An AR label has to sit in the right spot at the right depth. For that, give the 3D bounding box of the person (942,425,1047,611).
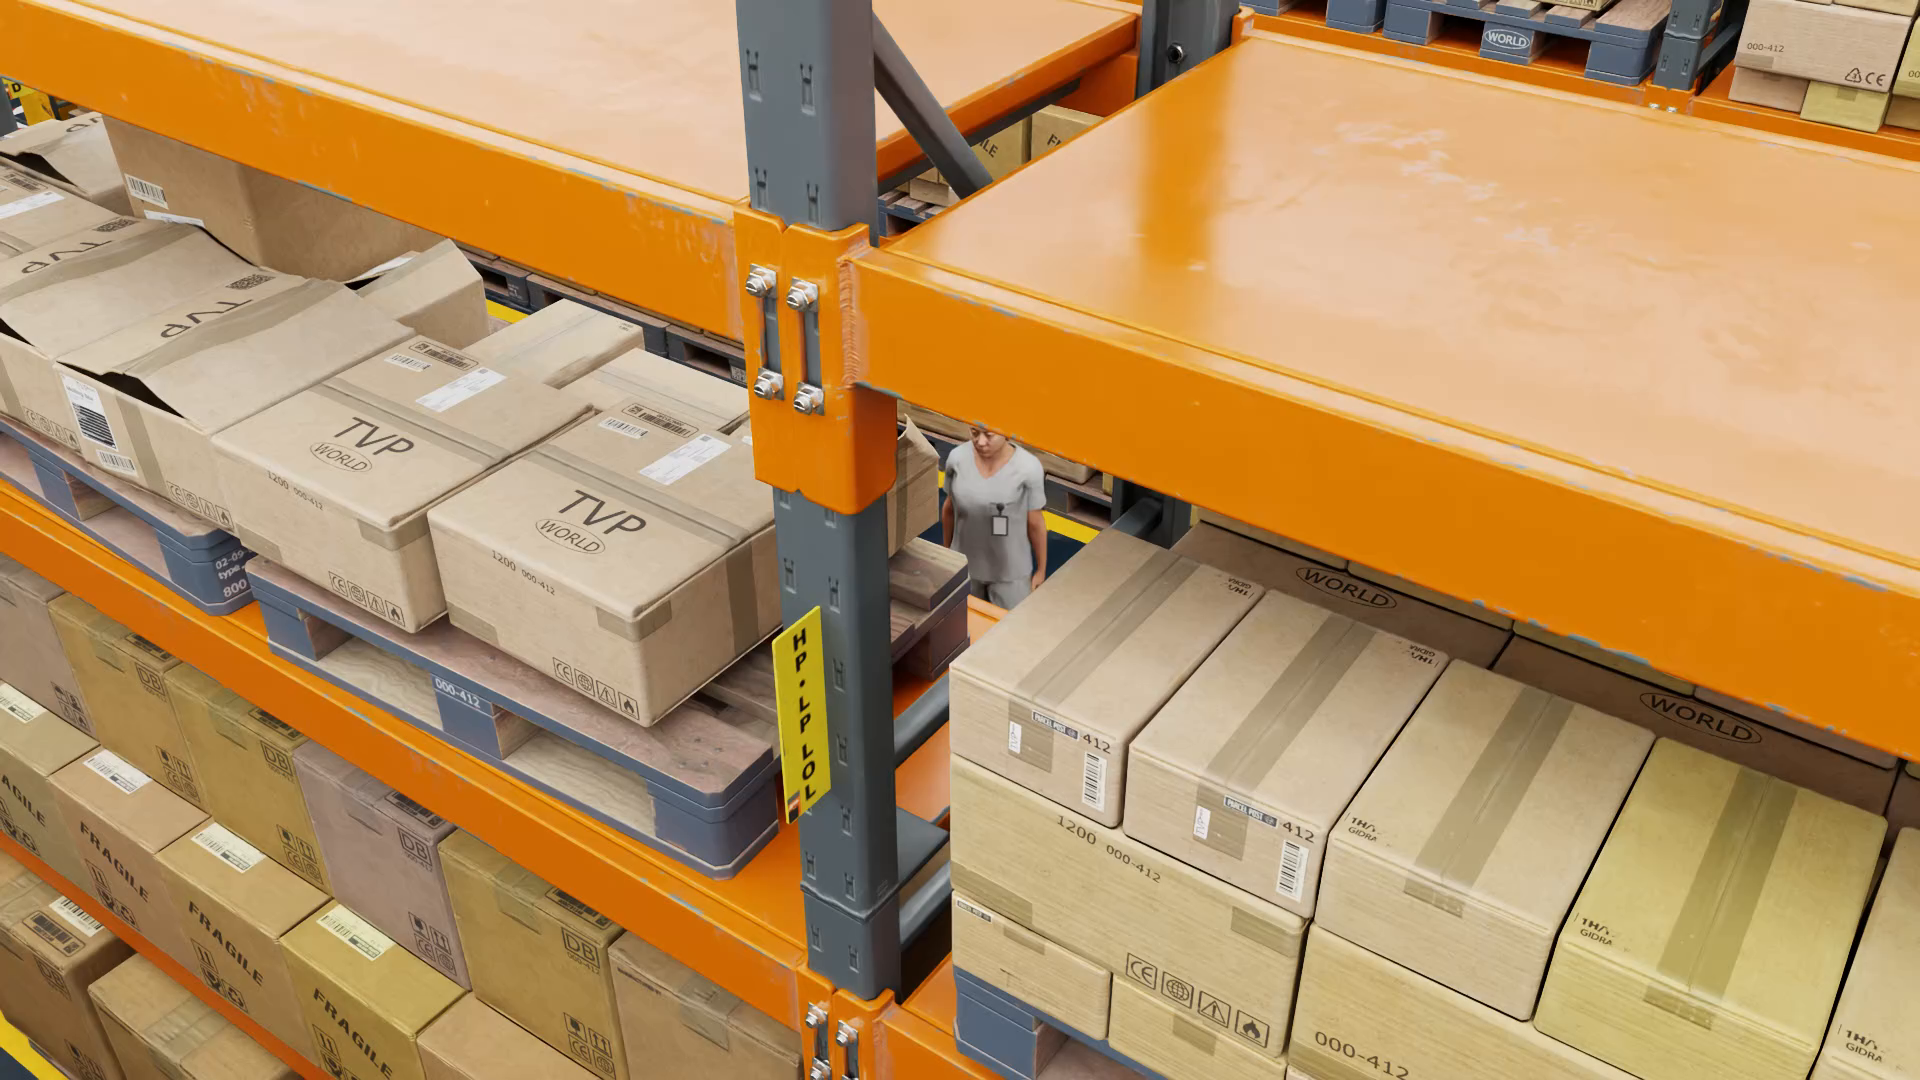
[{"bbox_3d":[0.108,0.157,6.911,0.457,1.671,0.573,11,36,15],"label":"person"}]
